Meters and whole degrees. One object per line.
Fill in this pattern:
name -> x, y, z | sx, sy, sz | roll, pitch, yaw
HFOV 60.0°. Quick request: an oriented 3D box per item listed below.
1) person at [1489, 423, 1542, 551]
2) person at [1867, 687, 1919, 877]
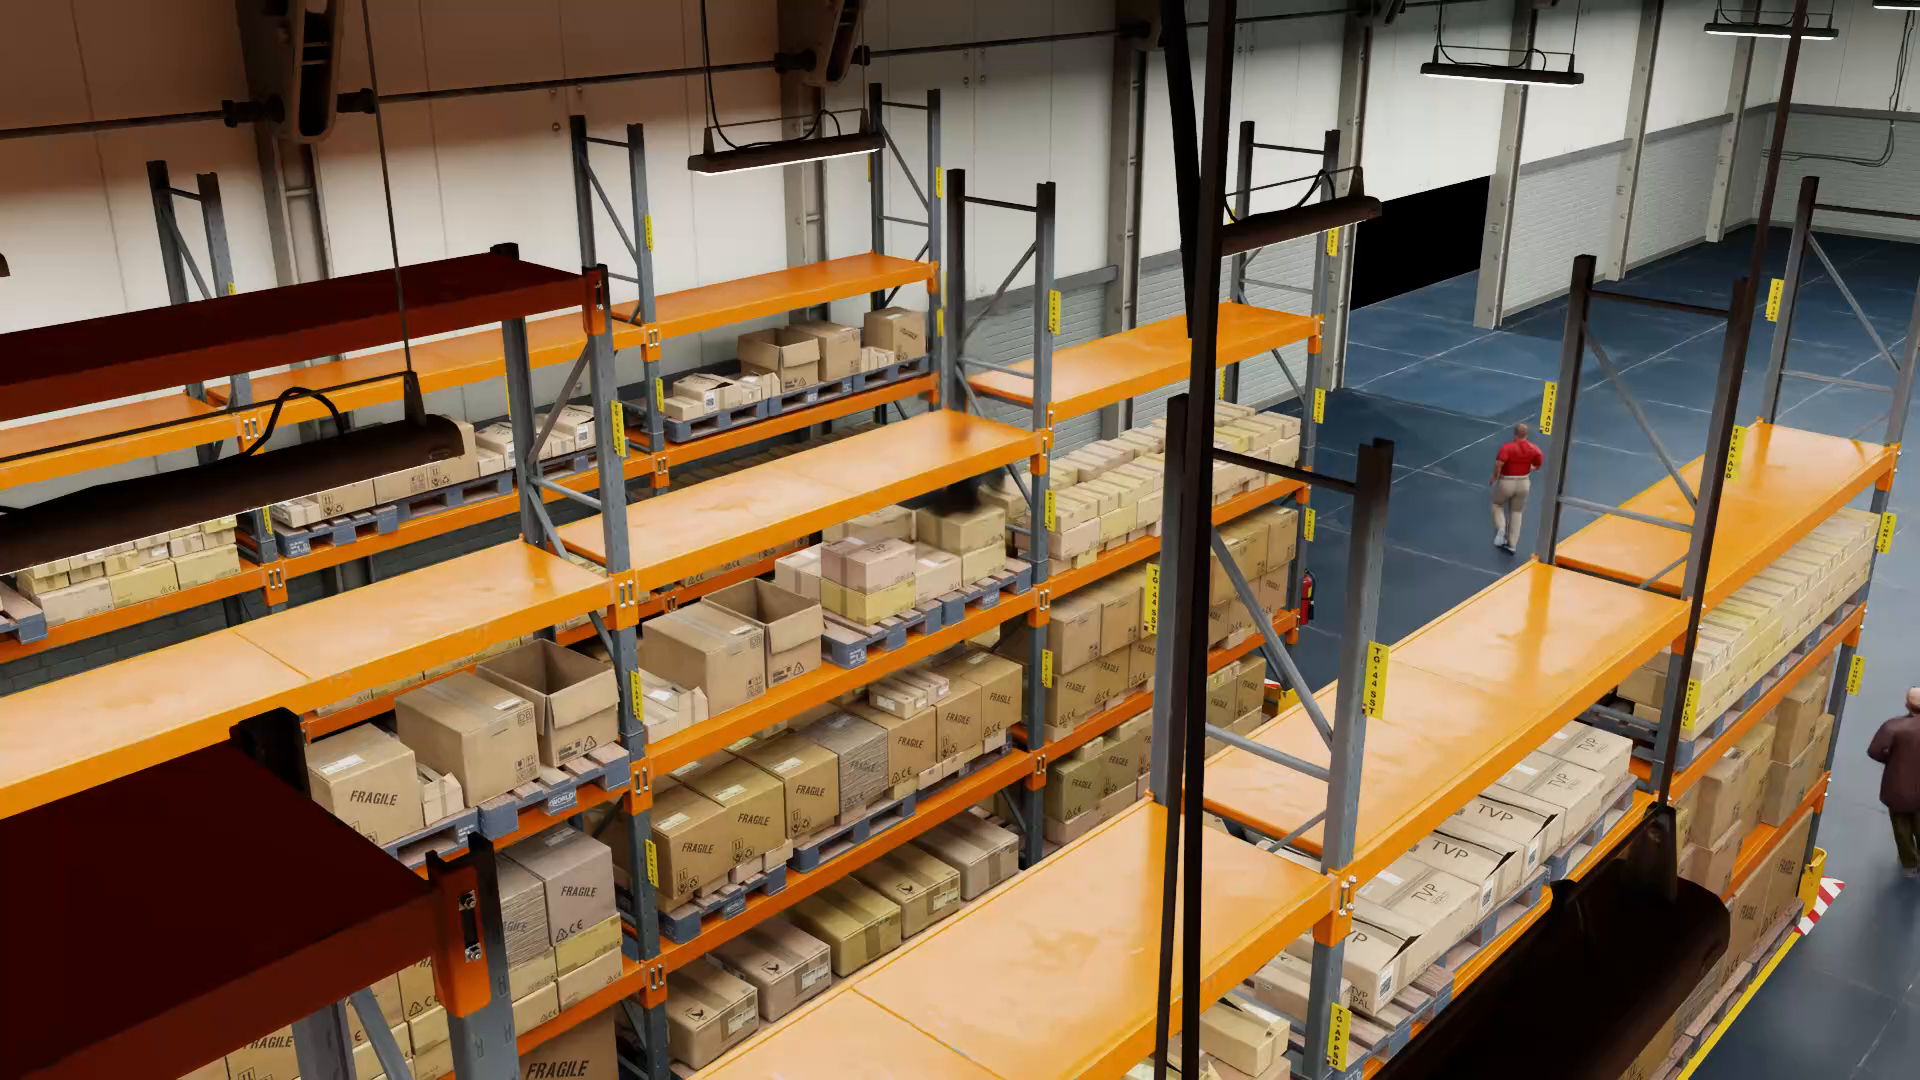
person -> 7.142, -0.722, 21.536 | 0.651, 1.688, 0.607 | 1, 21, 3
person -> 8.155, 2.072, 14.322 | 0.727, 1.720, 0.625 | 4, 22, 11
